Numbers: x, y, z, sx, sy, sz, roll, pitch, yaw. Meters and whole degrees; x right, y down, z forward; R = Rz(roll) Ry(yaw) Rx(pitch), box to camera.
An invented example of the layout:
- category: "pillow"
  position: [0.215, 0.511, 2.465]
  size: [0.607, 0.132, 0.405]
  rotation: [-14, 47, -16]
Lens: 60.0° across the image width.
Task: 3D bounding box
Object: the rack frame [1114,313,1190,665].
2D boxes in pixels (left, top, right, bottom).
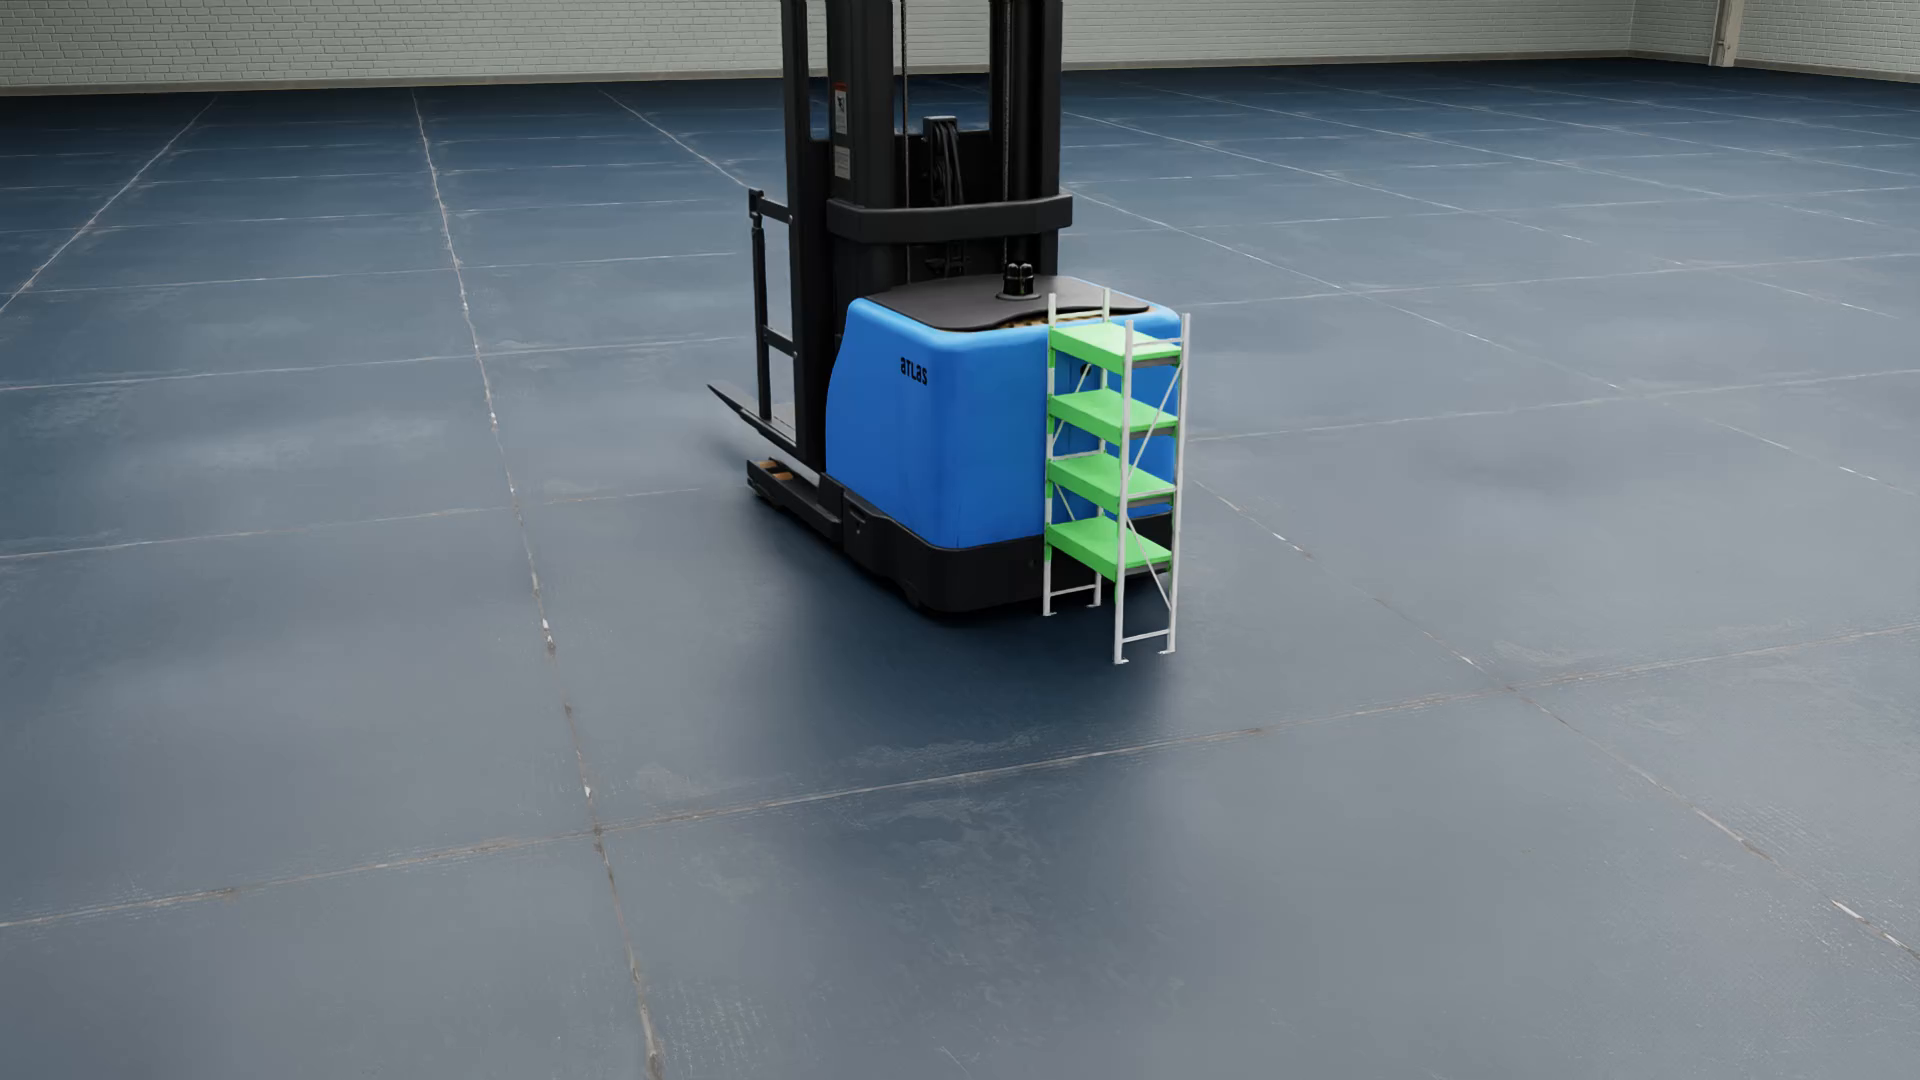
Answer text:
- category: "rack frame"
  position: [0.640, -0.155, 5.573]
  size: [0.240, 1.200, 0.015]
  rotation: [-10, 22, -26]

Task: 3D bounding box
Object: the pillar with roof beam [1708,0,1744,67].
- category: "pillar with roof beam"
  position: [11.267, -13.340, 30.743]
  size: [9.100, 9.000, 0.400]
  rotation: [-6, 21, -17]

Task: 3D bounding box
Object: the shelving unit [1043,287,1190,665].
- category: "shelving unit"
  position: [0.528, -0.228, 5.777]
  size: [0.258, 1.200, 0.503]
  rotation: [-10, 22, -26]

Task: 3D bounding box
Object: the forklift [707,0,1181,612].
- category: "forklift"
  position: [-0.297, -1.574, 6.962]
  size: [1.130, 2.935, 3.031]
  rotation: [-10, 22, -26]

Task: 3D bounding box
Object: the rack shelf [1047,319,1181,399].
- category: "rack shelf"
  position: [0.528, -0.620, 5.636]
  size: [0.258, 0.148, 0.480]
  rotation: [-10, 22, -26]

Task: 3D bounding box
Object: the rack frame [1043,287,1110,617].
- category: "rack frame"
  position: [0.416, -0.301, 5.981]
  size: [0.240, 1.200, 0.015]
  rotation: [-10, 22, -26]

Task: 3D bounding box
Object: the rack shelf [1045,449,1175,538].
- category: "rack shelf"
  position: [0.528, -0.168, 5.799]
  size: [0.258, 0.148, 0.480]
  rotation: [-10, 22, -26]

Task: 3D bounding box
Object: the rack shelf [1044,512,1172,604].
- category: "rack shelf"
  position: [0.528, 0.058, 5.880]
  size: [0.258, 0.148, 0.480]
  rotation: [-10, 22, -26]

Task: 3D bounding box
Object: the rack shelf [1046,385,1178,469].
- category: "rack shelf"
  position: [0.528, -0.394, 5.717]
  size: [0.258, 0.148, 0.480]
  rotation: [-10, 22, -26]
